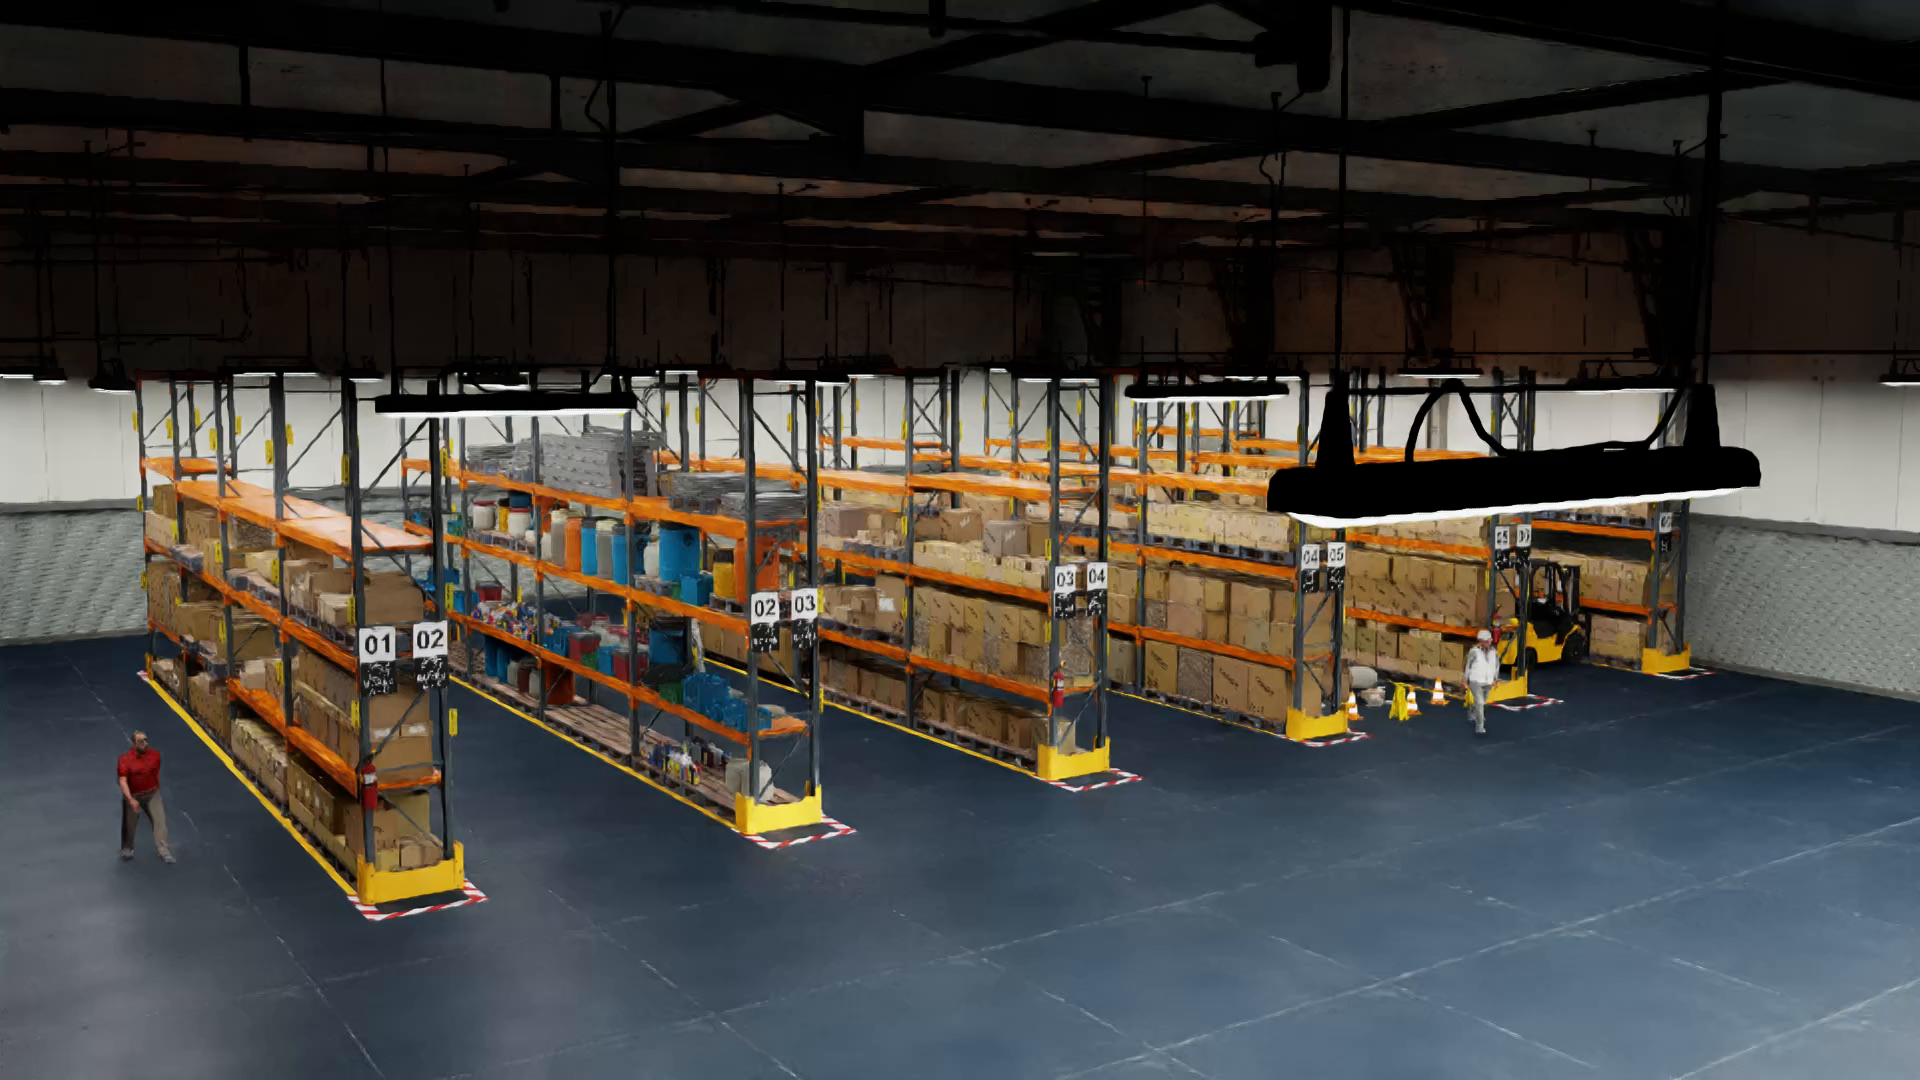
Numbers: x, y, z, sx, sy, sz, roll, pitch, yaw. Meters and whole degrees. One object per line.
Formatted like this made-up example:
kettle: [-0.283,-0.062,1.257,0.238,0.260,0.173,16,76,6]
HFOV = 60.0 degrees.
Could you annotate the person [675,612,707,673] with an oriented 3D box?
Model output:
person: [-5.294,1.807,32.500,0.566,1.704,1.122,-4,8,-31]

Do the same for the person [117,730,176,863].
person: [-10.136,3.172,20.587,0.536,1.659,1.036,-6,9,-42]

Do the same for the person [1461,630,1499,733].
person: [8.743,2.335,27.915,0.574,1.721,0.955,-1,7,-13]
